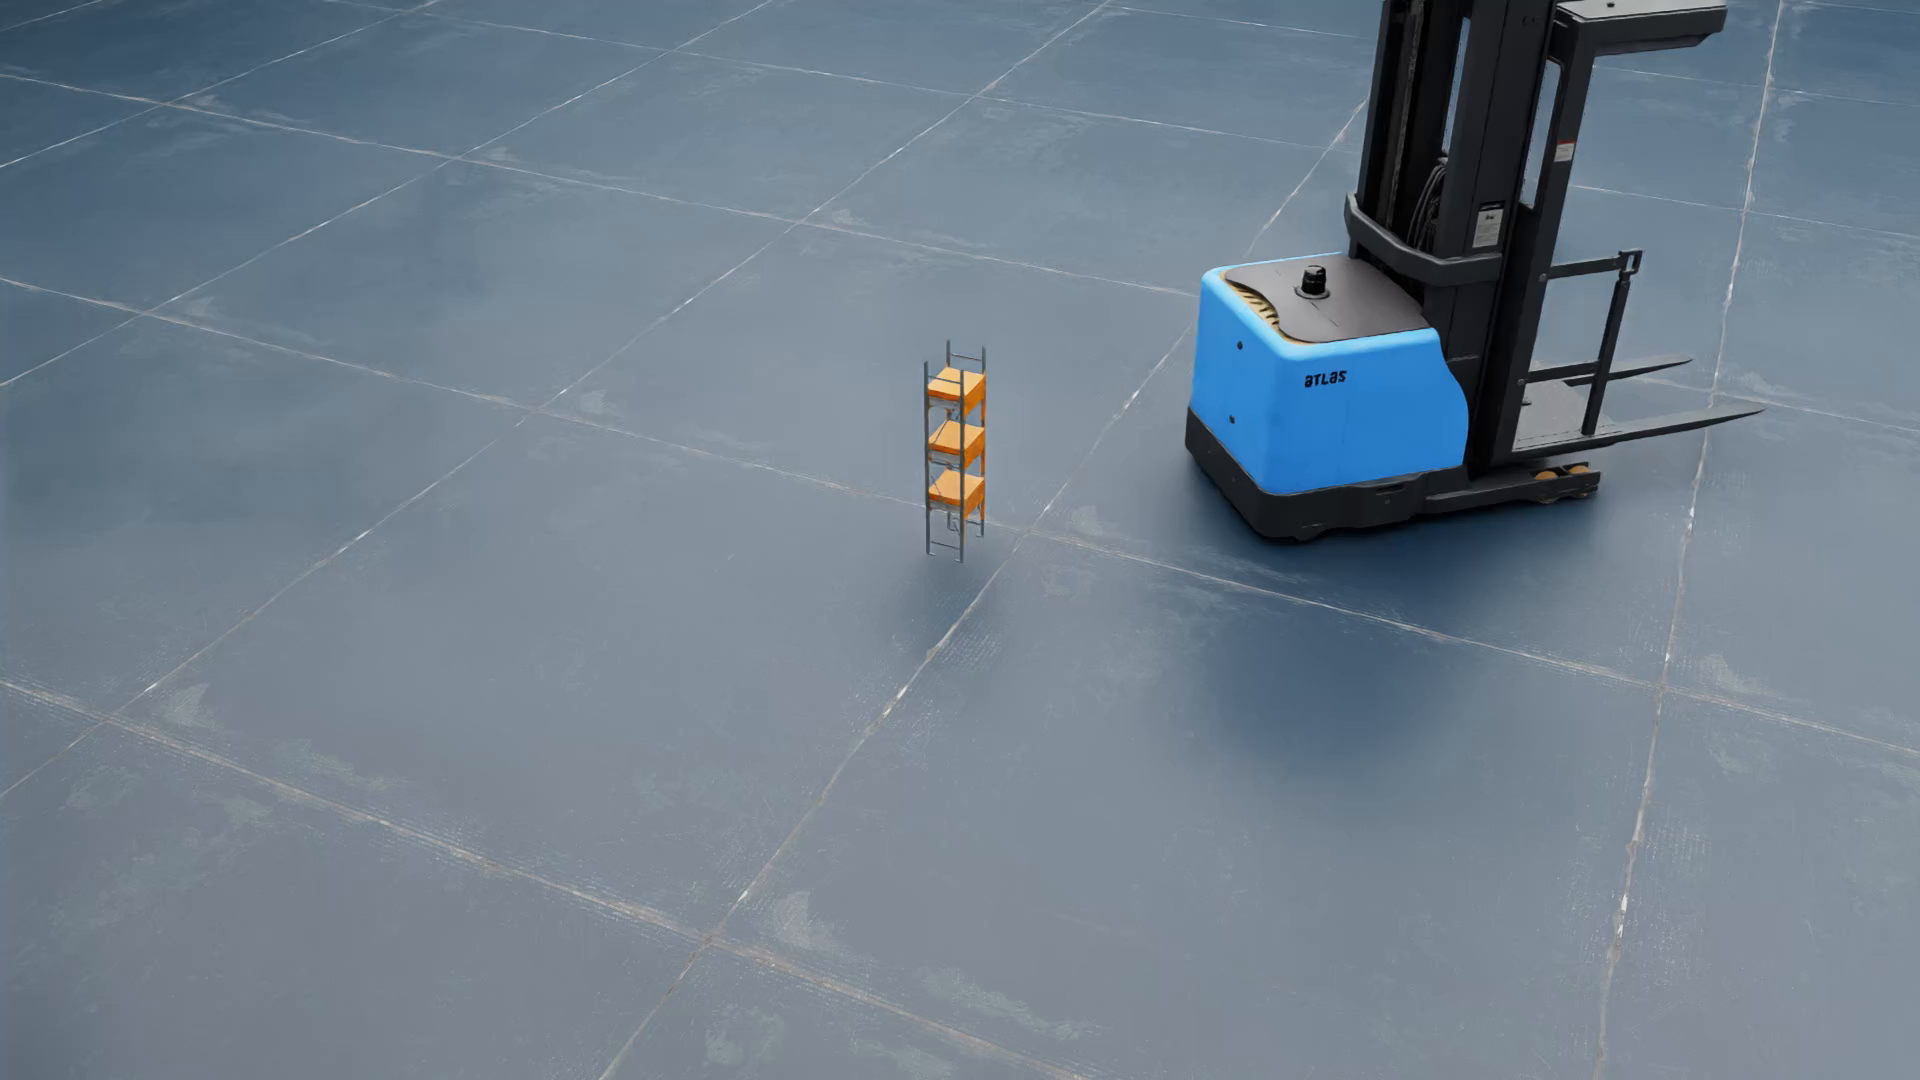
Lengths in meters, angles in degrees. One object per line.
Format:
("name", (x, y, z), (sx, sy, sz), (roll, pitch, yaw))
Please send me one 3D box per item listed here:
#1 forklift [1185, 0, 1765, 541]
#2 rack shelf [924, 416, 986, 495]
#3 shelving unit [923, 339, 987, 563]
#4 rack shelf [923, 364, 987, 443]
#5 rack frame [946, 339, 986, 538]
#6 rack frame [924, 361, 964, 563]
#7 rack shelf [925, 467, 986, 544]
("forklift", (2.777, -1.678, 8.136), (3.031, 2.935, 1.130), (-9, 34, -14))
("rack shelf", (-0.022, -0.404, 7.927), (0.215, 0.259, 0.240), (14, 36, 20))
("shelving unit", (-0.022, -0.412, 7.921), (0.215, 1.050, 0.252), (14, 36, 20))
("rack shelf", (-0.022, -0.641, 7.772), (0.215, 0.259, 0.240), (14, 36, 20))
("rack frame", (0.029, -0.473, 8.014), (0.200, 1.050, 0.008), (14, 36, 20))
("rack frame", (-0.073, -0.352, 7.829), (0.200, 1.050, 0.008), (14, 36, 20))
("rack shelf", (-0.022, -0.171, 8.080), (0.215, 0.259, 0.240), (14, 36, 20))
